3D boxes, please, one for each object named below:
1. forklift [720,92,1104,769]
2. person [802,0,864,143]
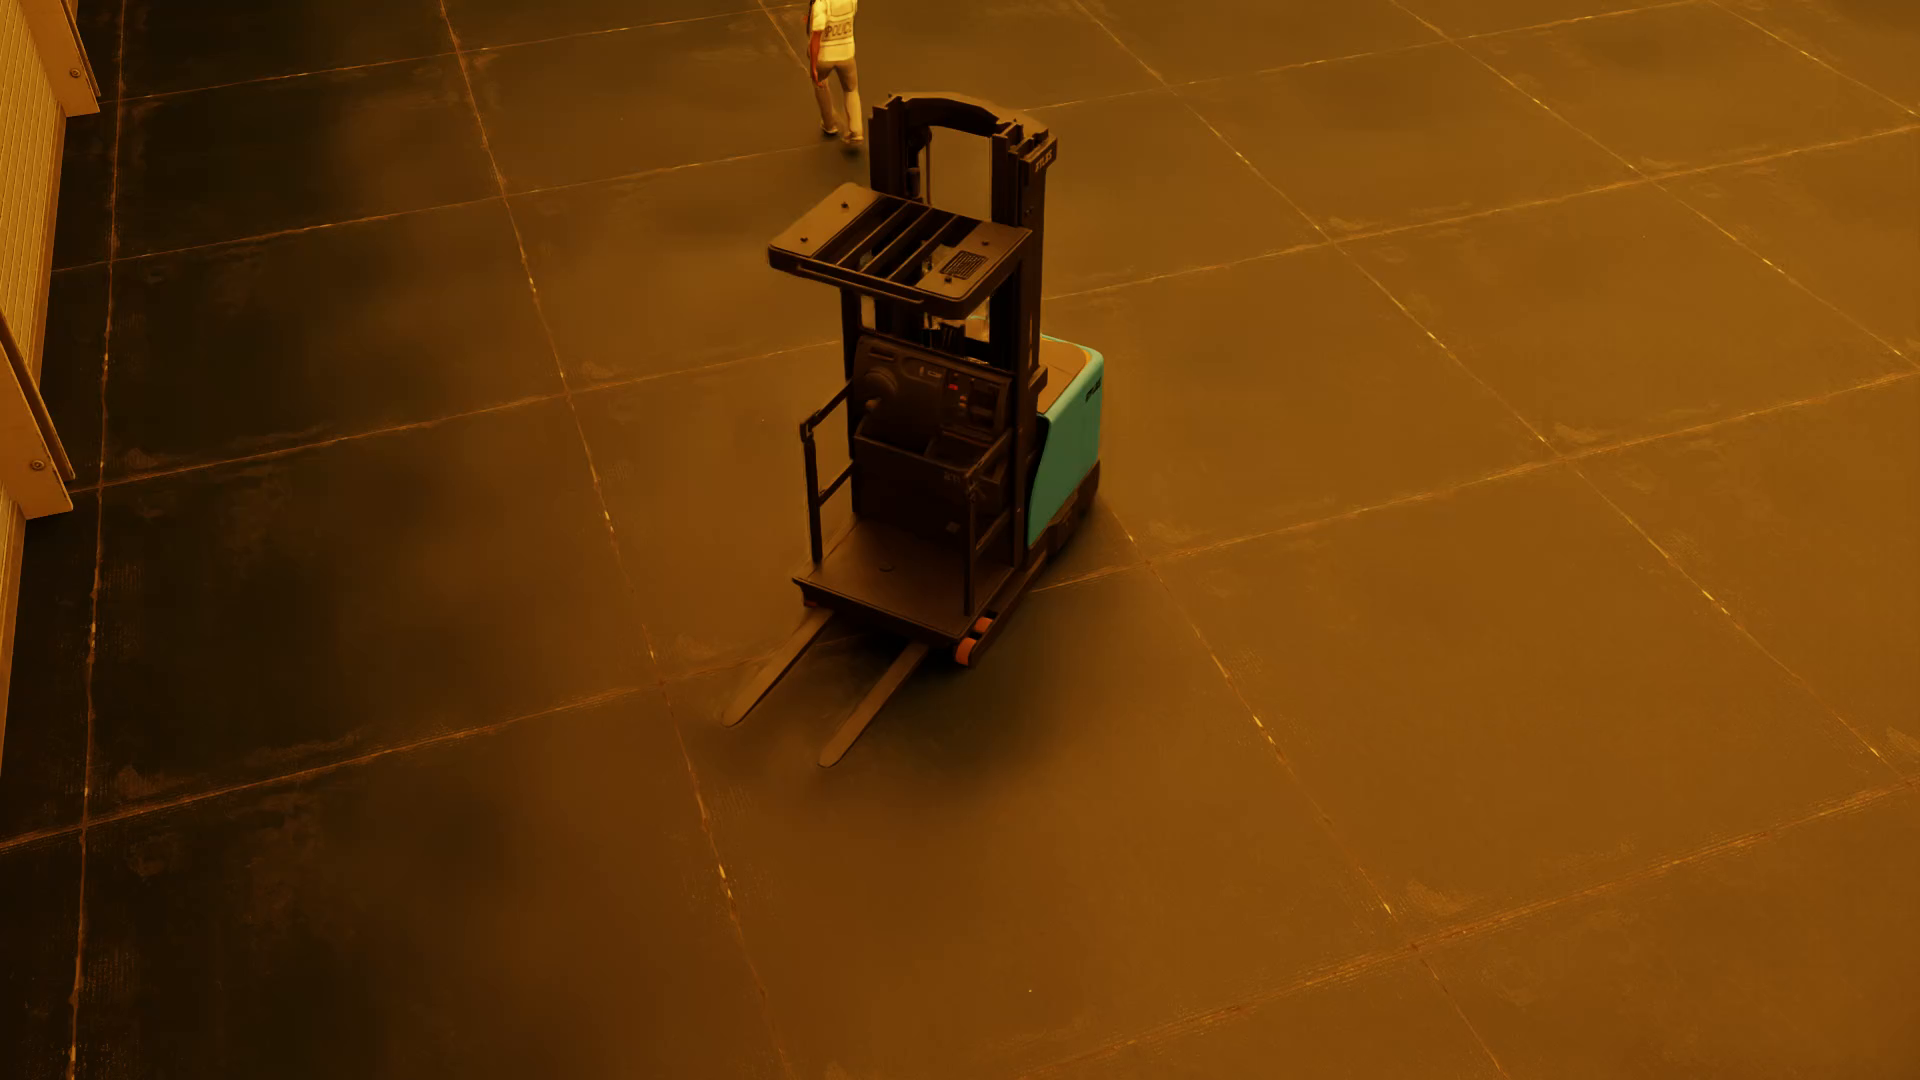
[{"bbox_3d":[-0.261,-0.740,8.877,1.130,2.935,3.031,19,44,21],"label":"forklift"},{"bbox_3d":[-1.071,-4.056,13.896,0.503,1.582,0.787,-12,42,-14],"label":"person"}]
